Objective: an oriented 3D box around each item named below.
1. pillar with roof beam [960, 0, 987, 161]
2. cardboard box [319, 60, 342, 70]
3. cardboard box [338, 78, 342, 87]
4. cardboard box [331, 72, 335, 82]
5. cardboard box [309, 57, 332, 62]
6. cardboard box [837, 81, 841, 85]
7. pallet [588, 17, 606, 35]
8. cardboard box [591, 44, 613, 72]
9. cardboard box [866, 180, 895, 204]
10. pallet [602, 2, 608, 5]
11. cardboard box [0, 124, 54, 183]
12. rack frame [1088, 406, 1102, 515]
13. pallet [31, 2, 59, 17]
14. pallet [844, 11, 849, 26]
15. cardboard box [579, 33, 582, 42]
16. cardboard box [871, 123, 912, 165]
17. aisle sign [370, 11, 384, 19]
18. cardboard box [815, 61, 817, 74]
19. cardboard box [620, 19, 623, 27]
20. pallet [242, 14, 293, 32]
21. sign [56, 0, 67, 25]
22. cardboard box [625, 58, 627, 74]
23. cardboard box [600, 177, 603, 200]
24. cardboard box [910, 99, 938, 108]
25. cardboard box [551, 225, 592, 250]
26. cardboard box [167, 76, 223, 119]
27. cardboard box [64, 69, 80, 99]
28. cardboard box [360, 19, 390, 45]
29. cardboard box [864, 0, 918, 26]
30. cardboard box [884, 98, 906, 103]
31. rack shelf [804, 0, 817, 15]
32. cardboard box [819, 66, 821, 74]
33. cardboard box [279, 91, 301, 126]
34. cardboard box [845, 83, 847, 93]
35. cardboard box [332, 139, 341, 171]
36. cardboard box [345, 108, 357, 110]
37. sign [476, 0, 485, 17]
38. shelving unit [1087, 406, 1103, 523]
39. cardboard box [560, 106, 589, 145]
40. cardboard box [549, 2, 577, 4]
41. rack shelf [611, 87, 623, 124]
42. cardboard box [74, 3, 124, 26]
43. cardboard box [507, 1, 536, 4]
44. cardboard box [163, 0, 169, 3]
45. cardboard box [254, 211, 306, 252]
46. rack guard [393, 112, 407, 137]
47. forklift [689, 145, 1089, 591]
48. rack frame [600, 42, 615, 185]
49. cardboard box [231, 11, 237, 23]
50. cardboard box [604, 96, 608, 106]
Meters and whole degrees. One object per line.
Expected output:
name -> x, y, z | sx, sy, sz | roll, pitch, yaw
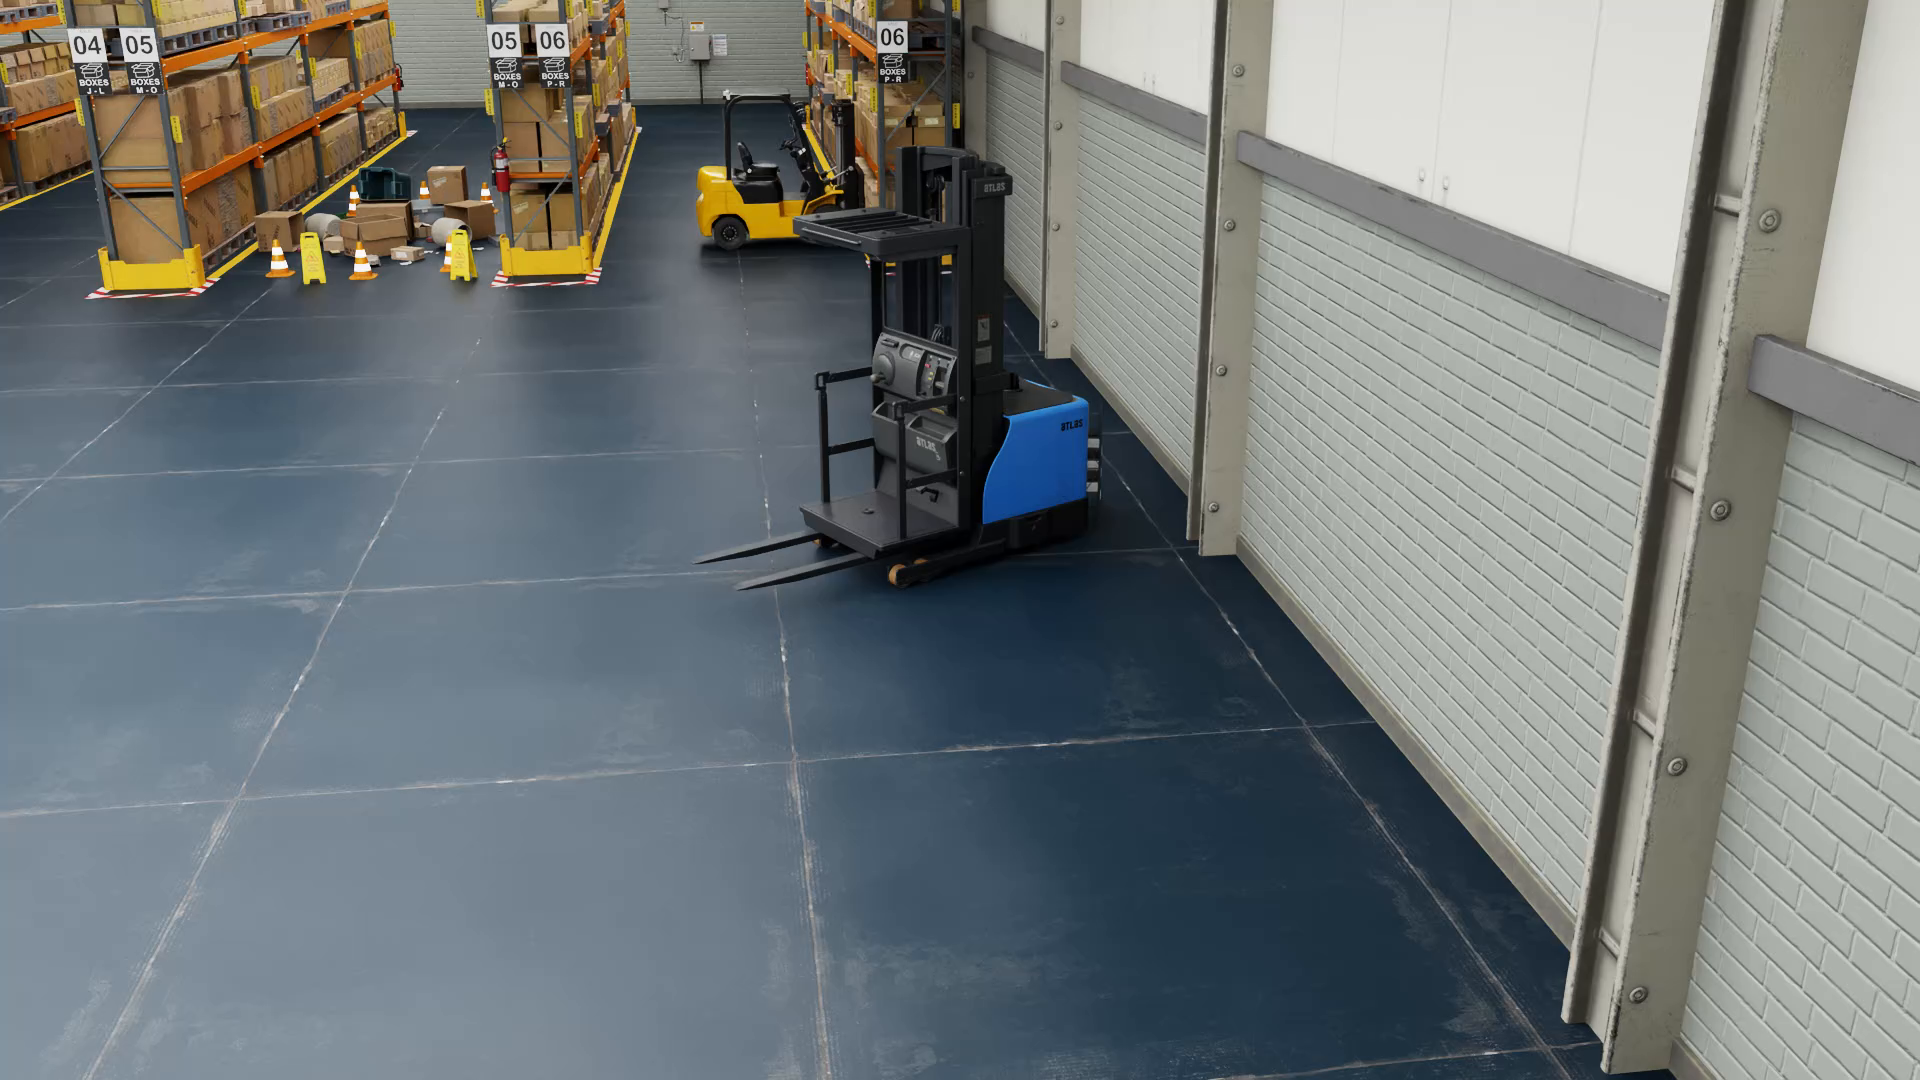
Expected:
pillar with roof beam -> -4.074, -8.110, 21.569 | 9.100, 9.000, 0.400 | -3, 21, -8
cardboard box -> -11.804, -8.895, 31.153 | 0.380, 0.149, 0.250 | -4, 21, -9
cardboard box -> -11.769, -8.537, 31.046 | 0.380, 0.149, 0.250 | -4, 21, -11
cardboard box -> -11.684, -8.483, 30.476 | 0.380, 0.149, 0.250 | -3, 21, -8
cardboard box -> -12.480, -9.188, 32.462 | 0.500, 0.500, 0.500 | -3, 21, -8
cardboard box -> -1.865, -7.825, 28.879 | 0.500, 0.250, 0.500 | -2, 21, -6
pallet -> -6.077, -7.900, 25.562 | 1.213, 0.211, 1.003 | -3, 21, -8
cardboard box -> -6.639, -8.798, 30.414 | 0.500, 0.500, 0.500 | -2, 21, -6
cardboard box -> -1.060, -4.928, 23.523 | 0.500, 0.250, 0.500 | -3, 21, -7
pallet -> -6.979, -9.673, 30.310 | 1.003, 0.211, 1.213 | -2, 21, -5
cardboard box -> -16.555, -6.690, 28.778 | 1.225, 0.875, 0.875 | -4, 21, -10
rack frame -> 0.986, -0.627, 13.108 | 0.240, 0.900, 0.006 | 1, 21, 3
pallet -> -16.872, -9.634, 30.211 | 0.805, 0.209, 1.217 | -4, 21, -10
pallet -> -1.408, -8.700, 27.704 | 1.003, 0.211, 1.213 | -2, 21, -5
cardboard box -> -5.612, -7.200, 23.779 | 0.380, 0.149, 0.250 | -2, 21, -6
cardboard box -> -0.936, -5.434, 22.836 | 0.500, 0.500, 0.500 | -3, 21, -9
aisle sign -> -12.421, -11.492, 35.483 | 0.394, 0.787, 0.004 | -3, 21, -8
cardboard box -> -2.737, -9.791, 34.433 | 0.500, 0.250, 0.500 | -3, 21, -8
cardboard box -> -7.392, -11.052, 35.520 | 0.380, 0.149, 0.250 | -3, 21, -8
pallet -> -11.244, -8.173, 26.296 | 1.003, 0.211, 1.213 | -2, 21, -5
sign -> -10.939, -6.455, 20.271 | 0.100, 0.325, 0.005 | -3, 21, -8
cardboard box -> -7.434, -10.237, 35.695 | 0.500, 0.500, 0.500 | -3, 21, -9
cardboard box -> -6.171, -5.511, 26.340 | 0.950, 0.372, 0.625 | -3, 21, -7
cardboard box -> -0.499, -6.031, 23.080 | 0.380, 0.149, 0.250 | -3, 21, -7
cardboard box -> -5.359, -4.181, 22.952 | 0.500, 0.250, 0.500 | -3, 21, -8
cardboard box -> -10.822, -6.147, 23.130 | 0.875, 0.550, 0.550 | -3, 21, -8
cardboard box -> -16.715, -8.532, 31.131 | 0.500, 0.500, 0.500 | -3, 21, -8
cardboard box -> -12.395, -10.743, 35.194 | 0.500, 0.500, 0.500 | -3, 21, -9
cardboard box -> -0.959, -7.427, 23.140 | 0.700, 0.500, 0.500 | -3, 21, -7
cardboard box -> -0.959, -6.097, 23.258 | 0.380, 0.149, 0.250 | -3, 21, -7
rack shelf -> -2.624, -11.146, 35.012 | 1.077, 0.370, 4.000 | -3, 21, -8
cardboard box -> -2.515, -9.019, 32.168 | 0.396, 0.266, 0.258 | -2, 21, -5
cardboard box -> -11.081, -7.023, 27.089 | 0.500, 0.500, 0.500 | -3, 21, -9
cardboard box -> -1.658, -7.333, 26.994 | 0.380, 0.149, 0.250 | -4, 21, -9
cardboard box -> -11.479, -6.921, 29.933 | 0.500, 0.500, 0.500 | -3, 21, -7
cardboard box -> -12.968, -9.175, 35.619 | 0.380, 0.149, 0.250 | -4, 21, -10
sign -> -6.069, -6.778, 21.023 | 0.100, 0.325, 0.005 | -3, 21, -8
shelving unit -> 0.980, -0.591, 13.012 | 0.258, 0.900, 0.210 | 1, 21, 3
cardboard box -> -5.544, -5.874, 23.589 | 0.500, 0.500, 0.500 | -3, 21, -9
cardboard box -> -5.578, -7.480, 23.389 | 0.380, 0.149, 0.250 | -3, 21, -7
rack shelf -> -6.958, -8.104, 31.155 | 1.077, 0.370, 4.000 | -3, 21, -8
cardboard box -> -10.748, -6.567, 20.772 | 0.500, 0.250, 0.500 | -3, 21, -7
cardboard box -> -6.264, -7.627, 23.781 | 0.380, 0.149, 0.250 | -3, 21, -8
cardboard box -> -10.169, -6.817, 20.871 | 0.380, 0.149, 0.250 | -3, 21, -7
cardboard box -> -9.738, -4.424, 23.842 | 0.500, 0.500, 0.500 | 1, 20, 2
rack guard -> -12.696, -9.037, 36.196 | 1.175, 0.500, 0.348 | -3, 21, -8
forklift -> -0.497, -1.241, 11.851 | 3.031, 2.935, 1.130 | -15, 25, -34
rack frame -> -6.670, -7.749, 29.176 | 1.000, 3.000, 0.127 | -3, 21, -8
cardboard box -> -10.608, -7.500, 23.839 | 0.380, 0.149, 0.250 | -3, 21, -8
cardboard box -> -6.117, -7.370, 27.920 | 0.380, 0.149, 0.250 | -3, 21, -7
